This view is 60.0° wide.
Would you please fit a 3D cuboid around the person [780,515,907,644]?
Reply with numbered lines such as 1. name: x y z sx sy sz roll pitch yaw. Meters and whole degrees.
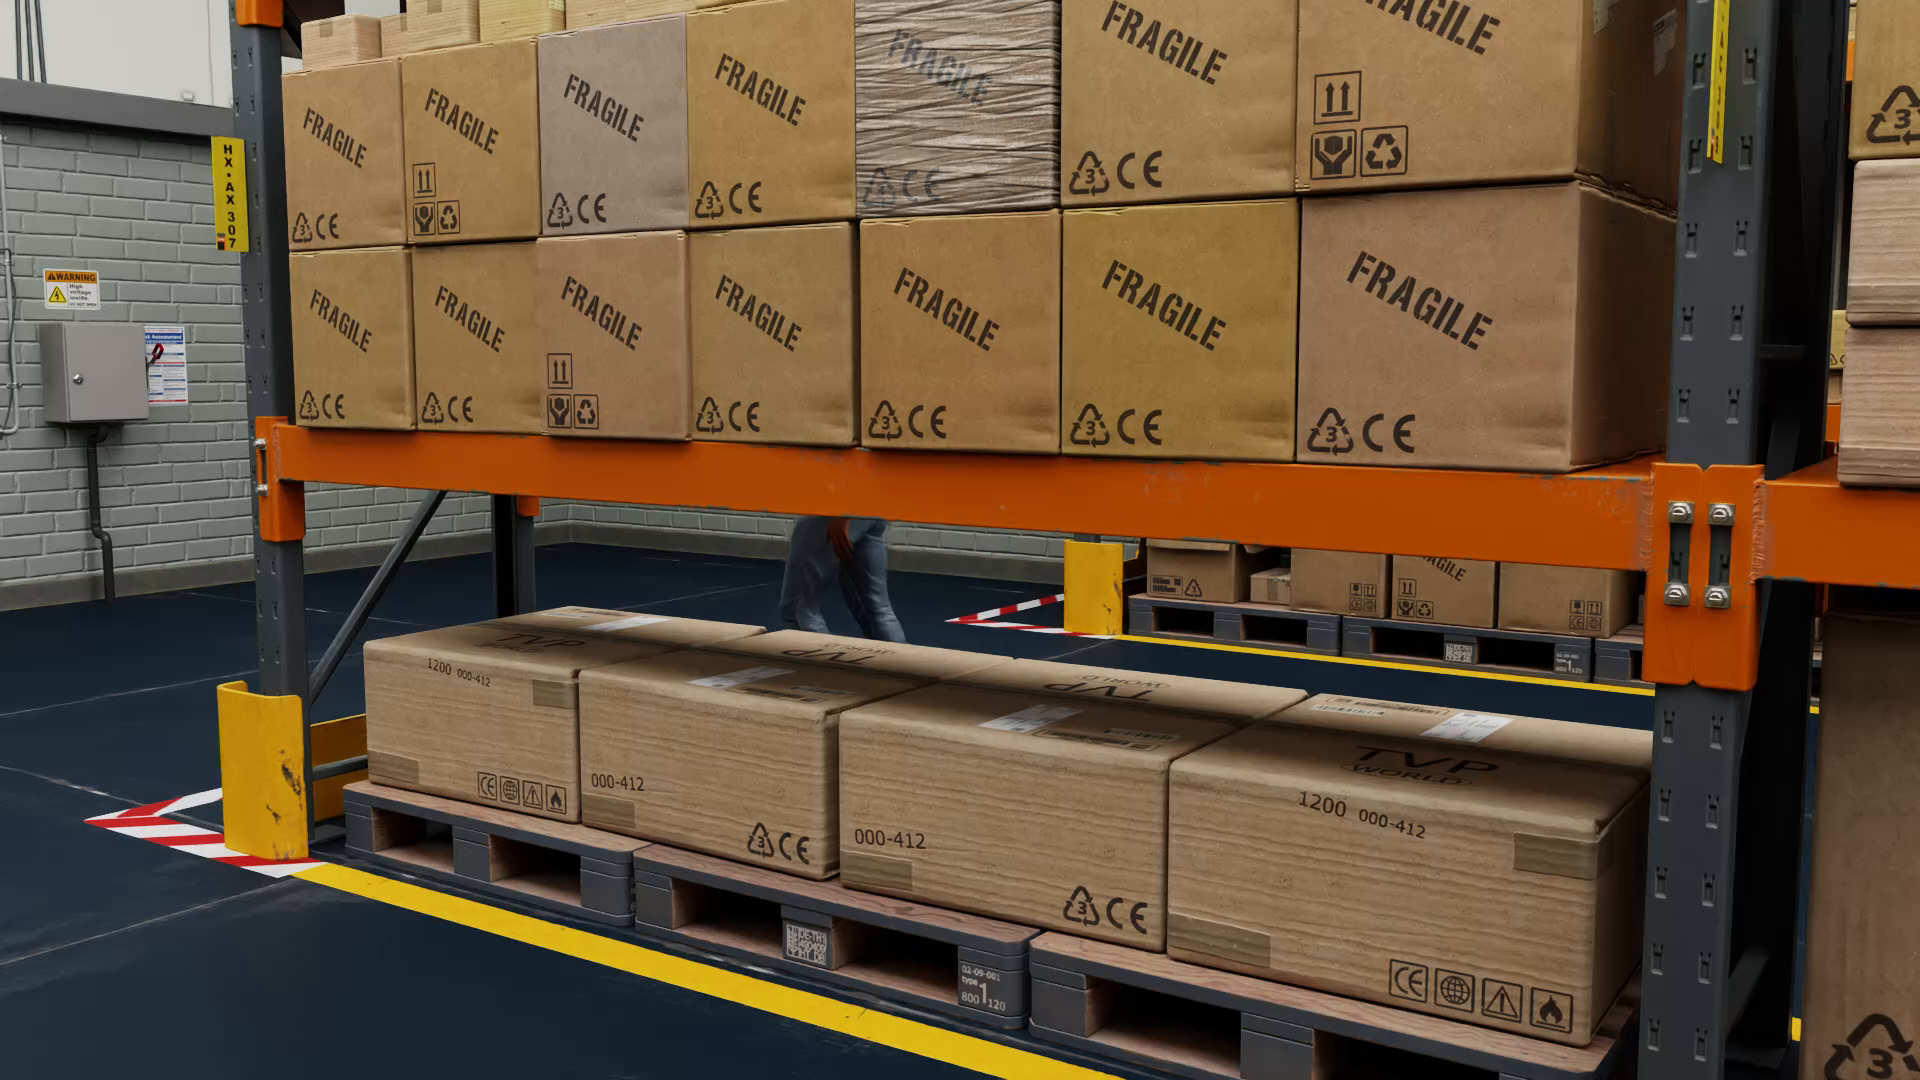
1. person: -0.439 -0.079 6.545 0.590 1.804 0.607 2 7 21
